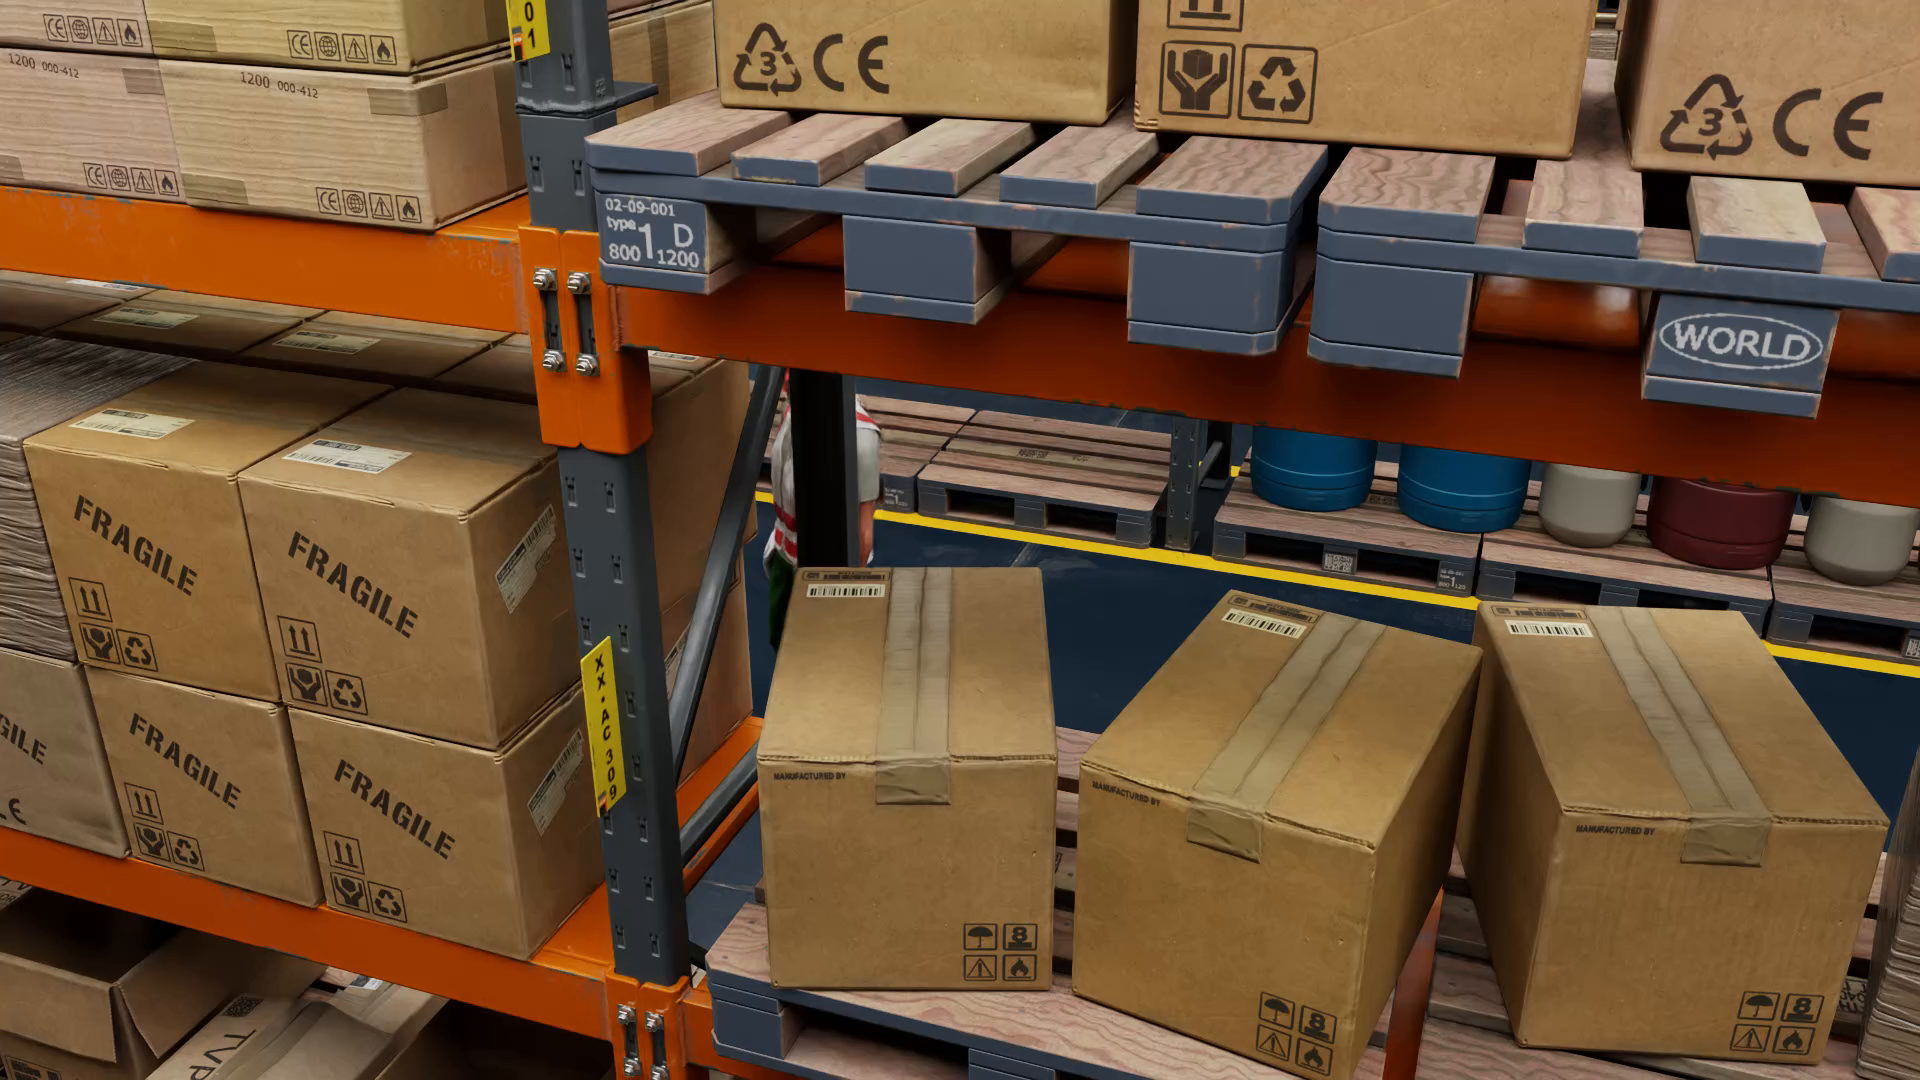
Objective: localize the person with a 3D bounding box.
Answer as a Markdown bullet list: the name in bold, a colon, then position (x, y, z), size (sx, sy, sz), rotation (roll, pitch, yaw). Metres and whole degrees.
- **person**: position (-0.452, 0.069, 5.916), size (0.699, 1.778, 0.570), rotation (-13, 28, -25)
